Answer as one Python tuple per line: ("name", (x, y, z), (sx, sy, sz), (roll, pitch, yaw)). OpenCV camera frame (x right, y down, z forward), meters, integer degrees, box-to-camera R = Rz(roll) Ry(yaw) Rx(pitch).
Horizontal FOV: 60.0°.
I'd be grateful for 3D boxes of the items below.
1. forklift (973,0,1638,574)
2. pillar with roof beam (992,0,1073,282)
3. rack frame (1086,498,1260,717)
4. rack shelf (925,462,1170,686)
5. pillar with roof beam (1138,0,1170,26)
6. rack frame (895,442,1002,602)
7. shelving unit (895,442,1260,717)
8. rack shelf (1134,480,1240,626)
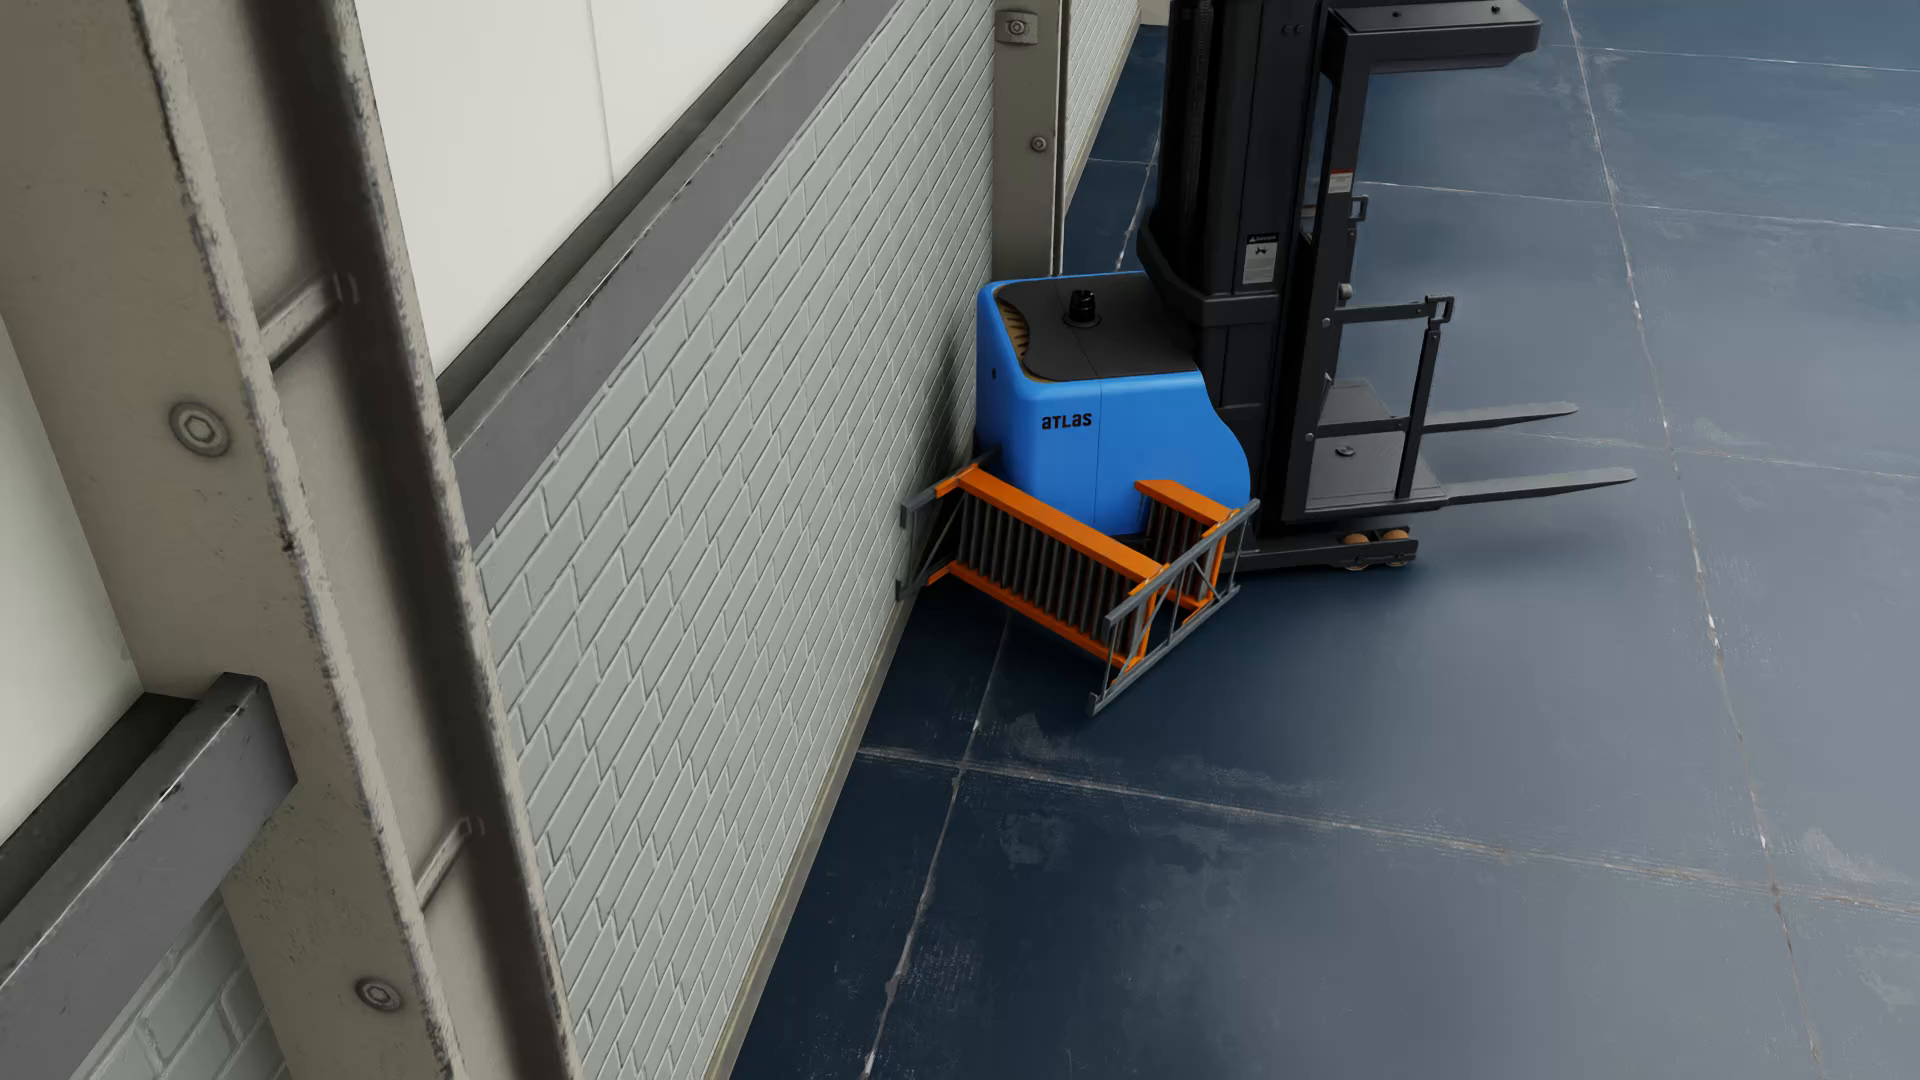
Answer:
("forklift", (1.627, -1.350, 7.114), (3.031, 2.935, 1.130), (-5, 36, -7))
("pillar with roof beam", (4.551, -3.972, 5.562), (9.100, 9.000, 0.400), (7, 37, 10))
("rack frame", (0.890, 0.262, 6.840), (0.032, 0.500, 1.125), (29, 42, 28))
("rack shelf", (0.343, 0.146, 6.915), (1.000, 0.538, 0.278), (29, 42, 28))
("pillar with roof beam", (5.832, -7.412, 10.308), (9.100, 9.000, 0.400), (7, 37, 10))
("rack frame", (0.102, -0.176, 7.310), (0.032, 0.500, 1.125), (29, 42, 28))
("shelving unit", (0.496, 0.043, 7.075), (1.048, 0.538, 1.125), (29, 42, 28))
("rack shelf", (0.679, -0.081, 7.267), (1.000, 0.538, 0.278), (29, 42, 28))
